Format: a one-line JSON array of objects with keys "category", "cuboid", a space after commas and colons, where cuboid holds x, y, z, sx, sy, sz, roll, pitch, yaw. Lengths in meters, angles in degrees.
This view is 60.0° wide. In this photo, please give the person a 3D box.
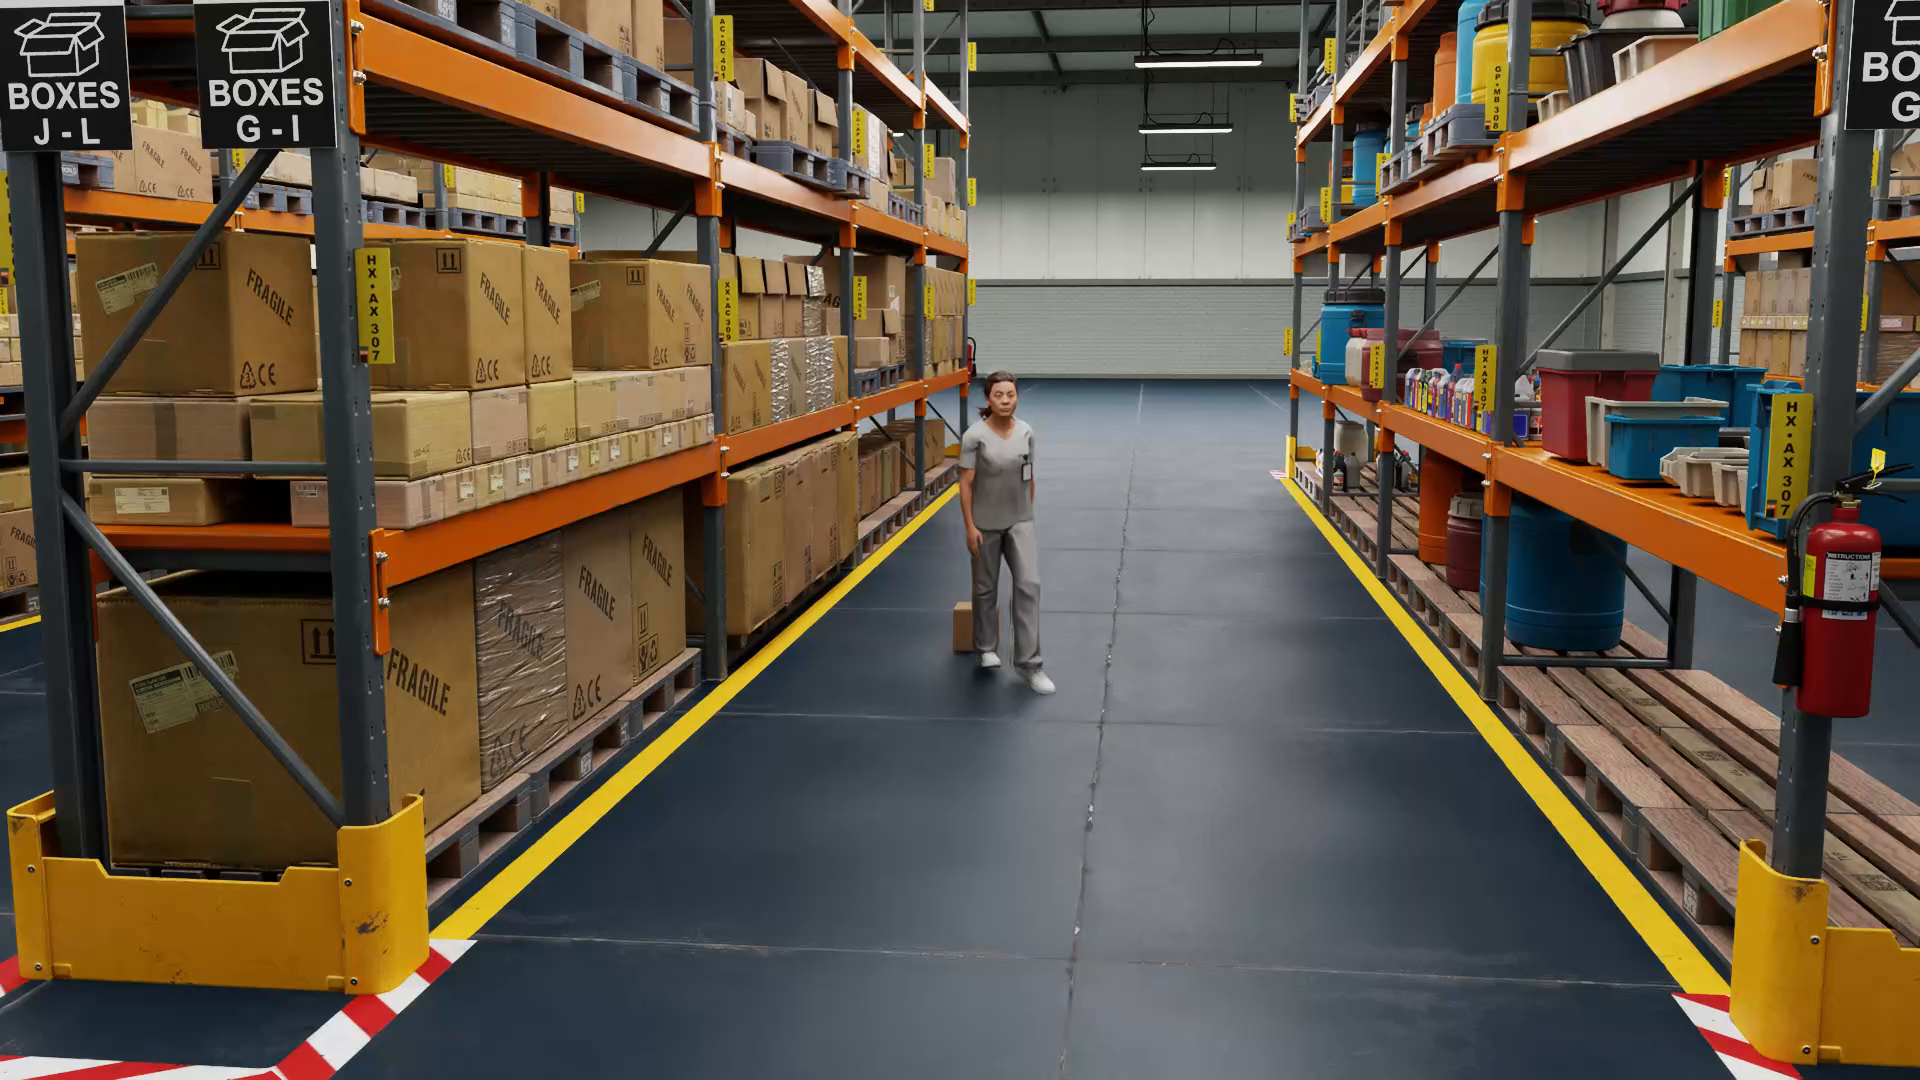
[{"category": "person", "cuboid": [0.214, -0.065, 8.841, 0.470, 1.662, 0.807, -2, 8, -14]}]
